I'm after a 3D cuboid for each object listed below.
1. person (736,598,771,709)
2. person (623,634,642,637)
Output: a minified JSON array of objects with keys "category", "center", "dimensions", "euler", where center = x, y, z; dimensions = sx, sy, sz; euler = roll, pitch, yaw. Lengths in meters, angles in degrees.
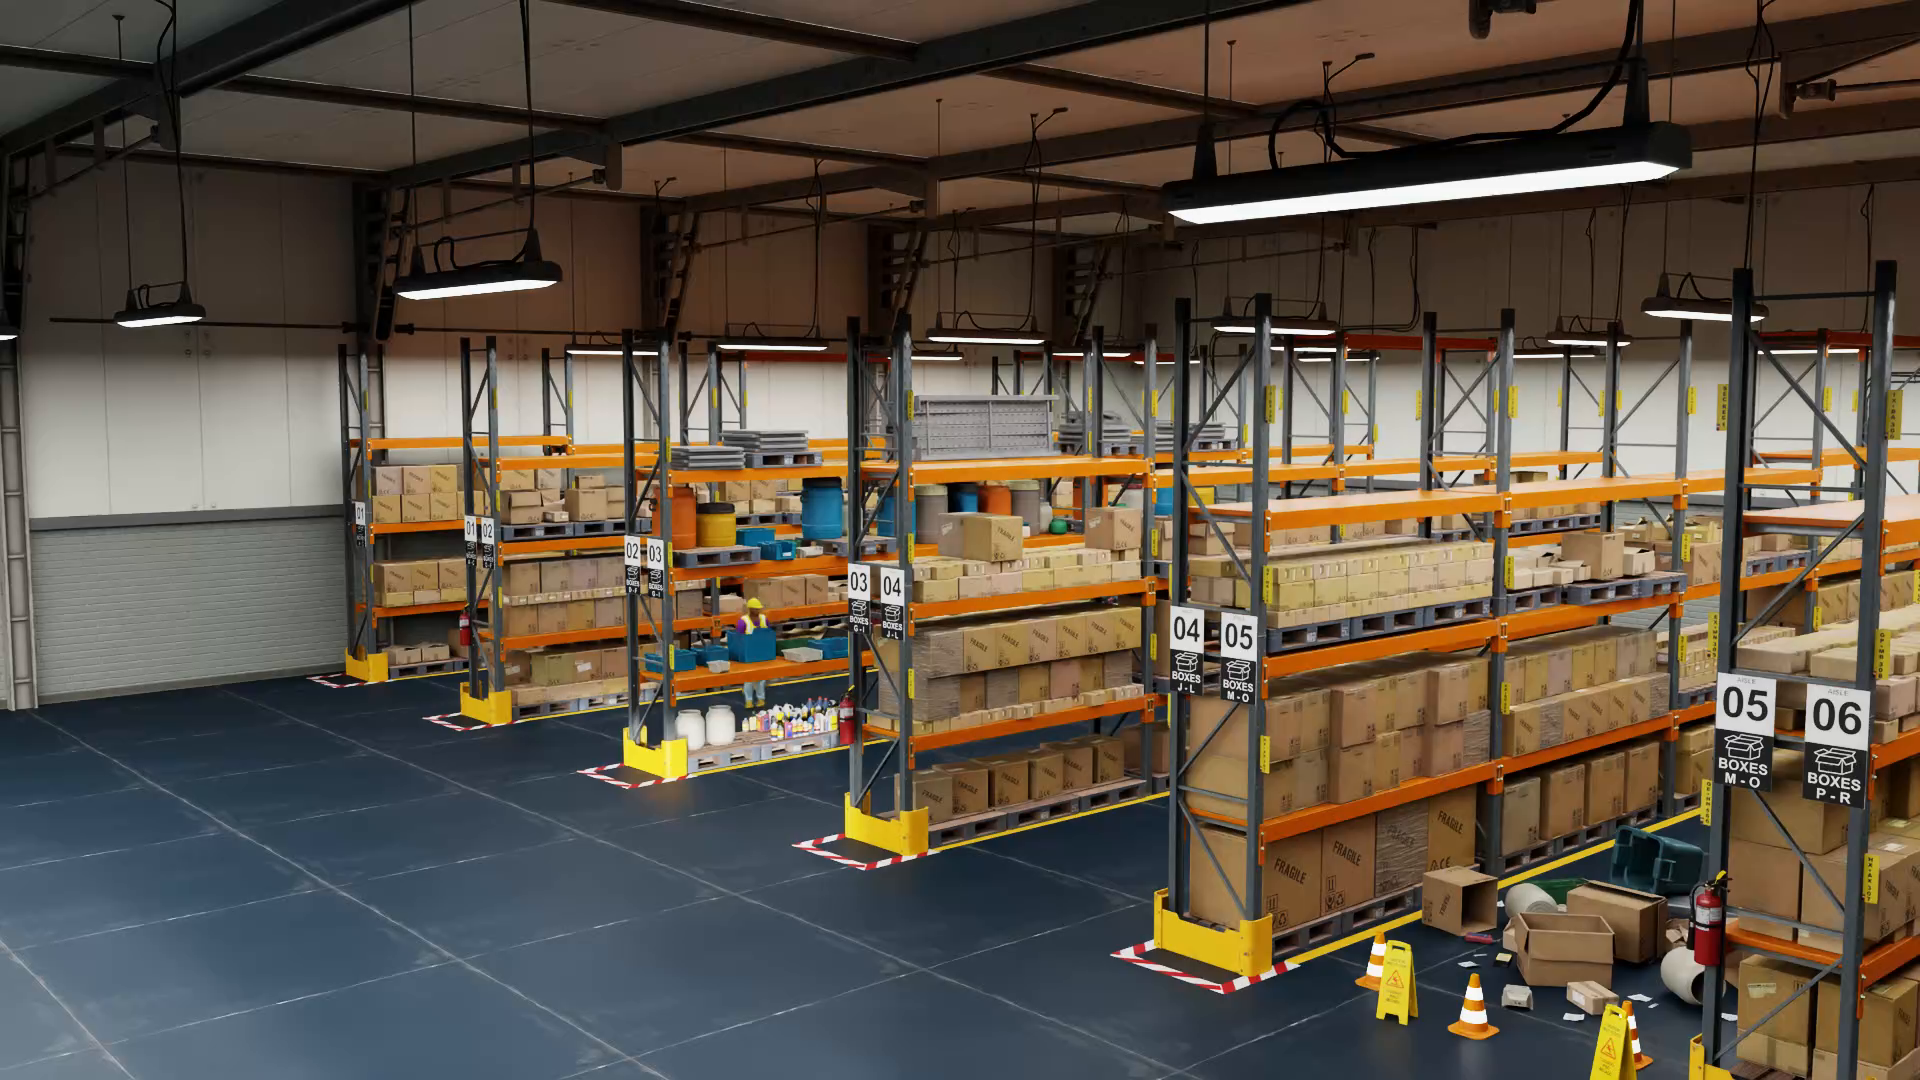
[{"category":"person","center":[-3.325,1.826,26.930],"dimensions":[0.602,1.783,0.414],"euler":[-3,6,-26]},{"category":"person","center":[-6.174,1.548,31.188],"dimensions":[0.644,1.696,0.565],"euler":[-2,5,-20]}]
